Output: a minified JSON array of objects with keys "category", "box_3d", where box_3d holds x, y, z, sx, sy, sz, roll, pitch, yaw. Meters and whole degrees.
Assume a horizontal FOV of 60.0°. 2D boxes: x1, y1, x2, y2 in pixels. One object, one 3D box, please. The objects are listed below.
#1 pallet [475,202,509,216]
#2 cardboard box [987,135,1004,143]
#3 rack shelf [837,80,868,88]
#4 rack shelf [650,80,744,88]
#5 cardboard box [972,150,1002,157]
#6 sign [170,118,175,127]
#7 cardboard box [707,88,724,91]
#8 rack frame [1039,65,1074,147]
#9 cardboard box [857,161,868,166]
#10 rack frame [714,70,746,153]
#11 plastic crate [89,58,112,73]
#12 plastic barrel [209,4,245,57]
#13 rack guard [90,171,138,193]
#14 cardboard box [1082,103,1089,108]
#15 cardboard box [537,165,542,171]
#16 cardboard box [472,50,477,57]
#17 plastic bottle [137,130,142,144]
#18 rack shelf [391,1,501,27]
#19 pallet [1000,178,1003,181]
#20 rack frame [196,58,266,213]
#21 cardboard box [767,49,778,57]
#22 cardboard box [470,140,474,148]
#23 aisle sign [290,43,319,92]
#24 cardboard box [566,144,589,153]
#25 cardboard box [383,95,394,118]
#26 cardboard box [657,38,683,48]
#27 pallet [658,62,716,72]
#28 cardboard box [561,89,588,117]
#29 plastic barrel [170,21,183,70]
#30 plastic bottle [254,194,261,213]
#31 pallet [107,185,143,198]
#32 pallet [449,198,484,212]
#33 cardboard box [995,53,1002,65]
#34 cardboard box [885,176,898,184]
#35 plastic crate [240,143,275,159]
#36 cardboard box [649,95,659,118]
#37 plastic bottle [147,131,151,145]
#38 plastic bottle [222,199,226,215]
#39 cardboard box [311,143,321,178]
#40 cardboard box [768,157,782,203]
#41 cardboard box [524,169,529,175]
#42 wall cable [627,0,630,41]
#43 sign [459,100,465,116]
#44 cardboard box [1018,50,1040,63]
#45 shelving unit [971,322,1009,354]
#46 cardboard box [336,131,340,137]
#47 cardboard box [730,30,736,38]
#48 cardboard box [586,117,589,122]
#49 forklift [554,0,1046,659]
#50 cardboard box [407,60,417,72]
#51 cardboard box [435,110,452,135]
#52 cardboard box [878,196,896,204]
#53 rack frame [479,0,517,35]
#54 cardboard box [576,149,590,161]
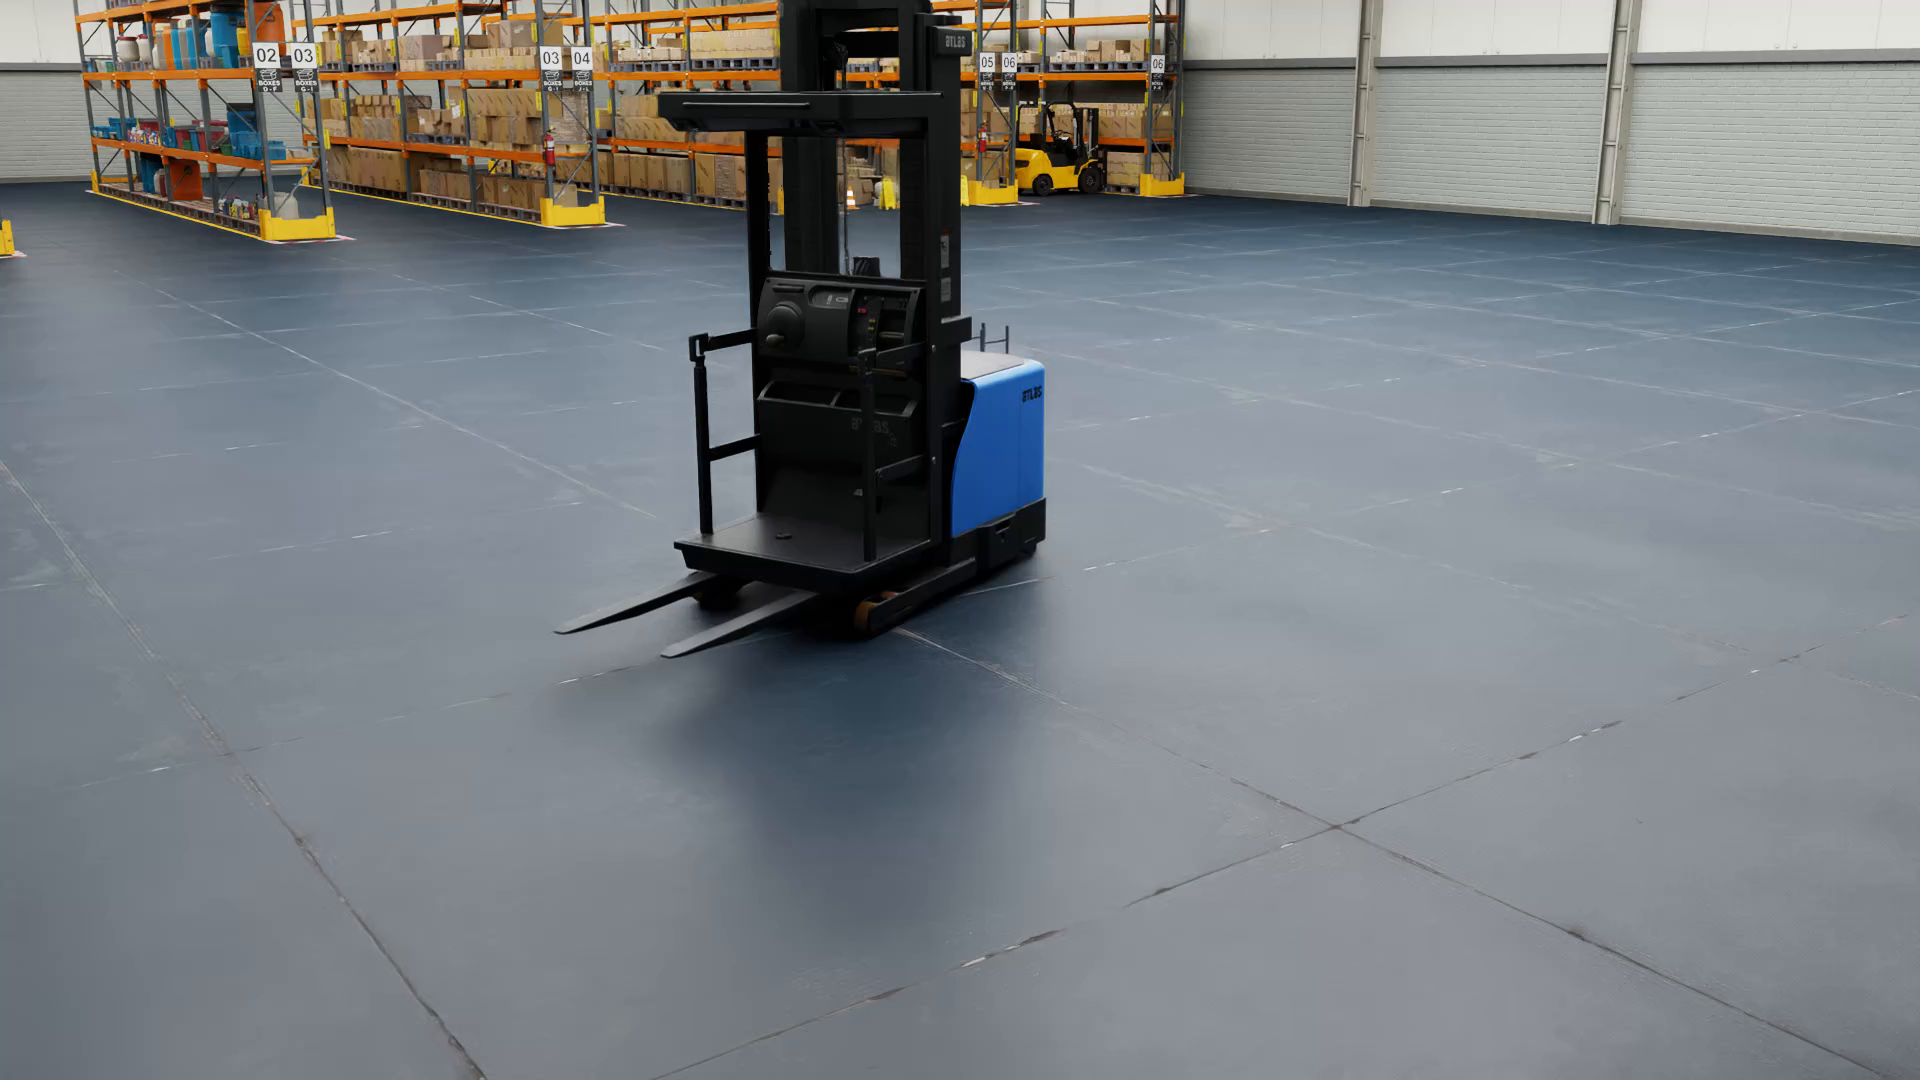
[{"category":"pallet","box_3d":[-9.156,-6.746,33.825,1.003,0.211,1.213,-11,19,-35]},{"category":"cardboard box","box_3d":[0.756,-8.897,36.876,0.380,0.149,0.250,-11,19,-34]},{"category":"rack shelf","box_3d":[-3.430,-13.774,49.900,1.077,0.370,4.000,-11,19,-35]},{"category":"rack shelf","box_3d":[-7.443,-13.003,47.082,1.077,0.370,4.000,-11,19,-35]},{"category":"cardboard box","box_3d":[0.844,-10.176,44.778,0.875,0.625,0.625,-10,18,-33]},{"category":"sign","box_3d":[-17.844,-9.387,37.668,0.100,0.325,0.005,-11,19,-35]},{"category":"cardboard box","box_3d":[-6.706,-12.335,45.652,0.380,0.149,0.250,-11,19,-36]},{"category":"rack frame","box_3d":[2.449,-10.539,42.399,1.000,3.000,0.127,-11,19,-35]},{"category":"cardboard box","box_3d":[-2.820,-11.148,49.230,0.380,0.149,0.250,-12,19,-36]},{"category":"rack frame","box_3d":[-6.267,-11.476,45.823,1.000,3.000,0.127,-11,19,-35]},{"category":"plastic crate","box_3d":[-19.966,-11.071,38.779,0.504,0.338,0.767,-11,19,-35]},{"category":"plastic barrel","box_3d":[-13.087,-9.122,29.797,0.600,0.901,0.708,-11,19,-35]},{"category":"rack guard","box_3d":[-20.666,-8.820,40.856,1.175,0.500,0.348,-11,19,-35]},{"category":"cardboard box","box_3d":[3.218,-10.666,40.884,0.380,0.149,0.250,-11,19,-35]},{"category":"cardboard box","box_3d":[-10.823,-9.731,43.488,0.380,0.149,0.250,-12,19,-37]},{"category":"cardboard box","box_3d":[-9.426,-9.633,32.935,0.380,0.149,0.250,-12,19,-37]},{"category":"plastic bottle","box_3d":[-17.781,-8.753,36.111,0.152,0.276,0.135,-11,19,-35]},{"category":"rack shelf","box_3d":[-10.755,-11.010,34.877,1.077,0.370,4.000,-11,19,-35]},{"category":"pallet","box_3d":[0.550,-9.866,45.224,1.003,0.211,1.213,-11,19,-35]},{"category":"rack frame","box_3d":[-13.586,-7.461,31.152,1.000,3.000,0.127,-11,19,-35]},{"category":"cardboard box","box_3d":[-3.626,-9.718,33.210,0.380,0.149,0.250,-11,19,-35]},{"category":"cardboard box","box_3d":[-9.696,-8.016,33.656,0.380,0.149,0.250,-11,19,-35]},{"category":"aisle sign","box_3d":[-10.955,-7.890,27.798,0.394,0.787,0.004,-11,19,-35]},{"category":"cardboard box","box_3d":[-7.202,-7.352,31.231,0.380,0.149,0.250,-11,19,-35]},{"category":"cardboard box","box_3d":[-12.729,-9.914,38.026,0.797,0.503,0.637,-10,18,-33]},{"category":"cardboard box","box_3d":[-6.611,-11.250,38.141,0.500,0.500,0.500,-11,19,-35]},{"category":"pallet","box_3d":[-6.087,-10.520,37.012,0.805,0.209,1.217,-12,19,-37]},{"category":"cardboard box","box_3d":[-7.331,-8.209,31.240,0.500,0.500,0.500,-11,19,-35]},{"category":"plastic barrel","box_3d":[-14.830,-9.503,31.984,0.600,0.901,0.708,-11,19,-35]},{"category":"plastic bottle","box_3d":[-13.091,-6.280,31.023,0.144,0.351,0.185,-11,19,-35]},{"category":"pallet","box_3d":[-19.475,-8.236,39.266,1.003,0.211,1.213,-11,19,-35]},{"category":"pallet","box_3d":[-10.039,-7.050,34.936,1.003,0.211,1.213,-11,19,-35]},{"category":"cardboard box","box_3d":[0.708,-10.580,36.588,0.500,0.250,0.500,-11,19,-36]},{"category":"cardboard box","box_3d":[-1.435,-8.476,39.275,0.500,0.250,0.500,-12,19,-37]},{"category":"plastic crate","box_3d":[-12.148,-6.735,28.782,0.499,0.251,0.408,-11,19,-35]},{"category":"cardboard box","box_3d":[-6.701,-9.939,38.123,0.700,0.500,0.500,-11,19,-35]},{"category":"plastic bottle","box_3d":[-17.193,-8.523,35.254,0.061,0.283,0.133,-11,19,-35]},{"category":"plastic bottle","box_3d":[-13.541,-6.158,30.720,0.152,0.276,0.135,-10,18,-33]},{"category":"cardboard box","box_3d":[-16.194,-9.845,43.094,0.875,0.875,0.875,-11,19,-35]},{"category":"cardboard box","box_3d":[-3.608,-7.436,34.291,0.875,0.875,0.875,-11,19,-34]},{"category":"cardboard box","box_3d":[-11.426,-9.831,44.419,0.380,0.149,0.250,-10,18,-33]},{"category":"wall cable","box_3d":[-11.582,-16.511,52.854,2.355,3.000,0.029,-11,19,-35]},{"category":"sign","box_3d":[-10.026,-8.701,33.491,0.100,0.325,0.005,-11,19,-35]},{"category":"cardboard box","box_3d":[1.827,-12.310,42.373,0.500,0.311,0.500,-12,19,-36]},{"category":"shelving unit","box_3d":[0.128,-0.645,9.658,0.189,1.200,0.258,14,20,41]},{"category":"cardboard box","box_3d":[-15.030,-9.940,40.689,0.380,0.149,0.250,-11,19,-35]},{"category":"cardboard box","box_3d":[-4.526,-10.429,34.298,0.380,0.149,0.250,-11,19,-34]},{"category":"cardboard box","box_3d":[-8.834,-10.204,40.293,0.380,0.149,0.250,-10,18,-33]},{"category":"forklift","box_3d":[-0.712,-1.096,8.030,1.130,2.935,3.031,9,18,30]},{"category":"cardboard box","box_3d":[-11.560,-10.208,35.794,0.500,0.250,0.500,-10,18,-33]},{"category":"cardboard box","box_3d":[-10.674,-8.837,35.192,0.797,0.503,0.637,-9,18,-29]},{"category":"cardboard box","box_3d":[-1.616,-7.505,36.713,0.380,0.149,0.250,-2,15,-6]},{"category":"rack frame","box_3d":[-12.564,-14.434,45.265,1.000,3.000,0.127,-11,19,-35]},{"category":"cardboard box","box_3d":[-9.380,-9.623,41.571,0.500,0.250,0.500,-10,18,-32]}]
